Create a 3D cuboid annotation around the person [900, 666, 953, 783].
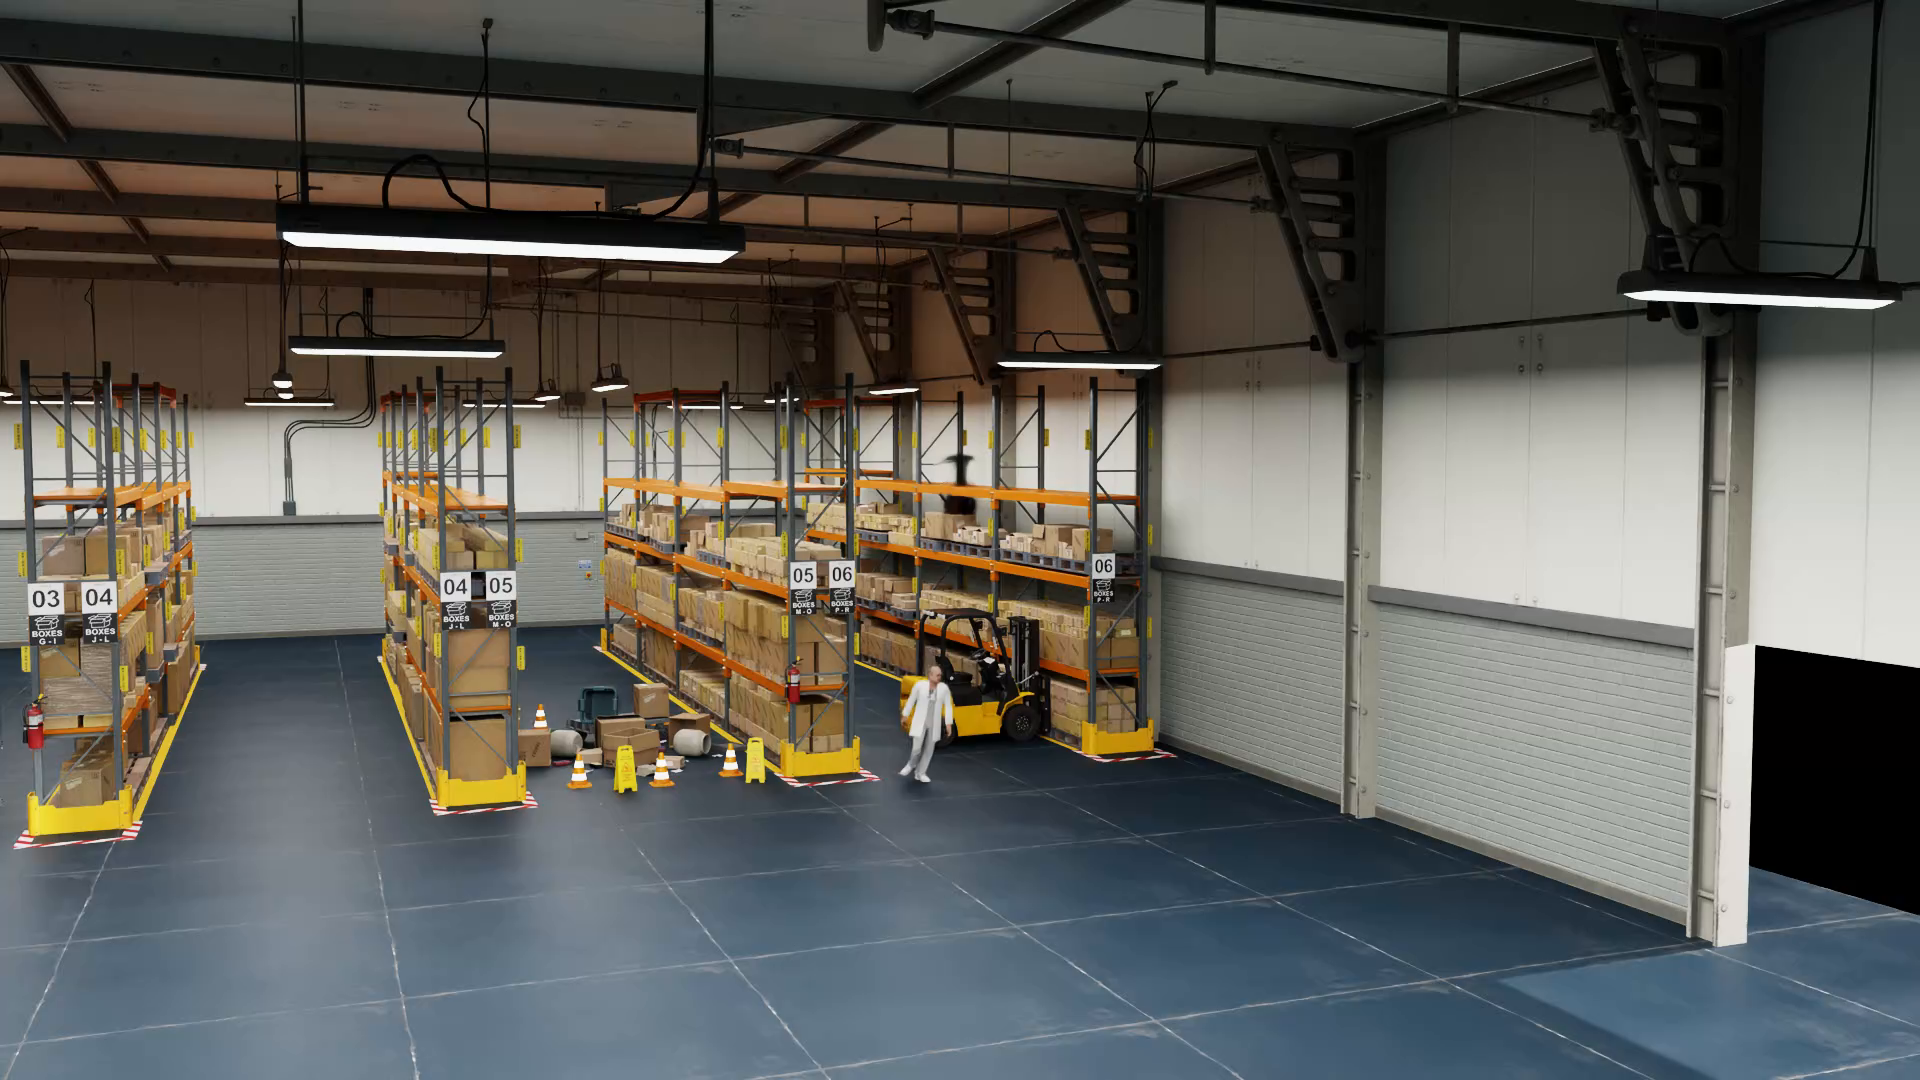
[{"bbox_3d":[-0.495,2.680,24.283,0.731,1.739,0.588,-1,4,-15],"label":"person"}]
